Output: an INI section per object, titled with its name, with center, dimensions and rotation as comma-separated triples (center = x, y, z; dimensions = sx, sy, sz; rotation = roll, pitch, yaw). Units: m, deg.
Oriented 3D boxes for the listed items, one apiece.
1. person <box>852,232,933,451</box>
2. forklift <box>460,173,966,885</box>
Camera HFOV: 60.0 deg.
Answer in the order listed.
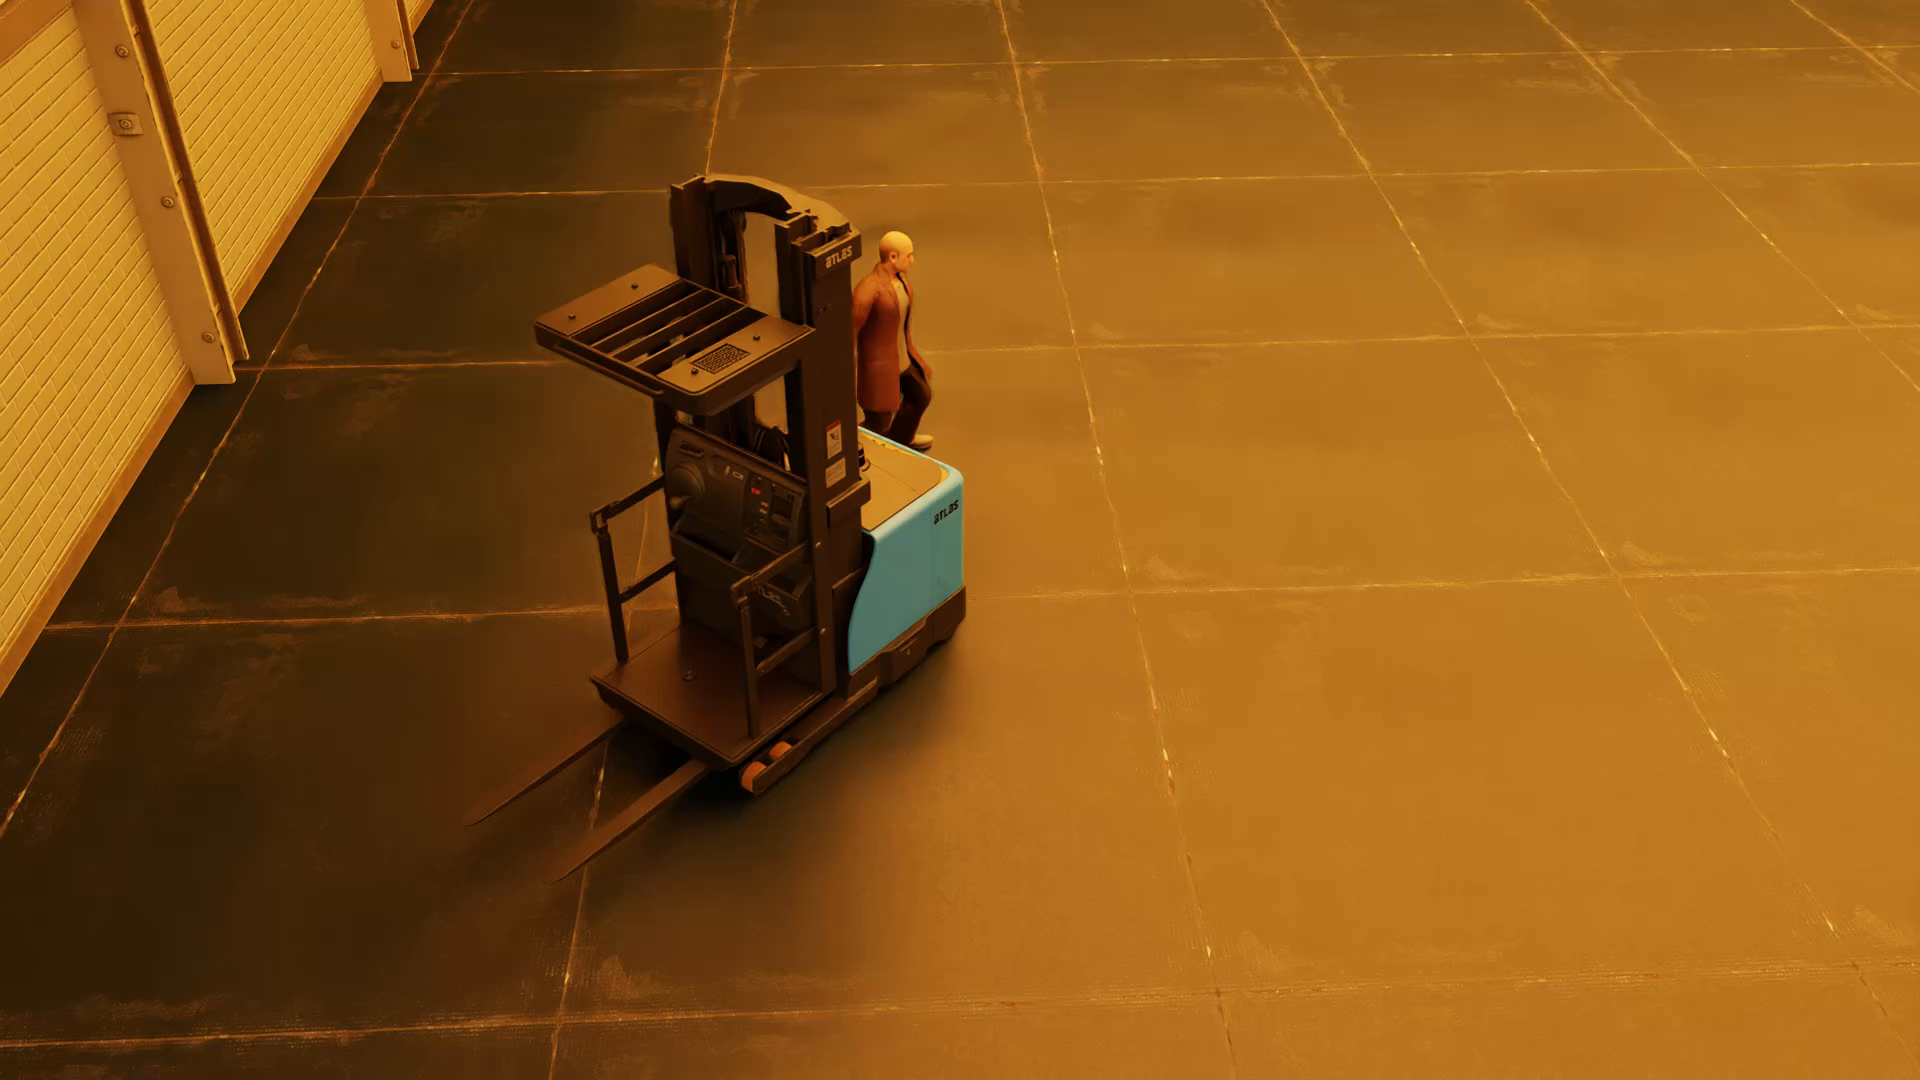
[person]
center = -0.525, -1.141, 10.661
dimensions = 0.552, 1.758, 0.934
rotation = 20, 41, 25
[forklift]
center = -1.273, -0.192, 8.274
dimensions = 1.130, 2.935, 3.031
rotation = 25, 43, 30
